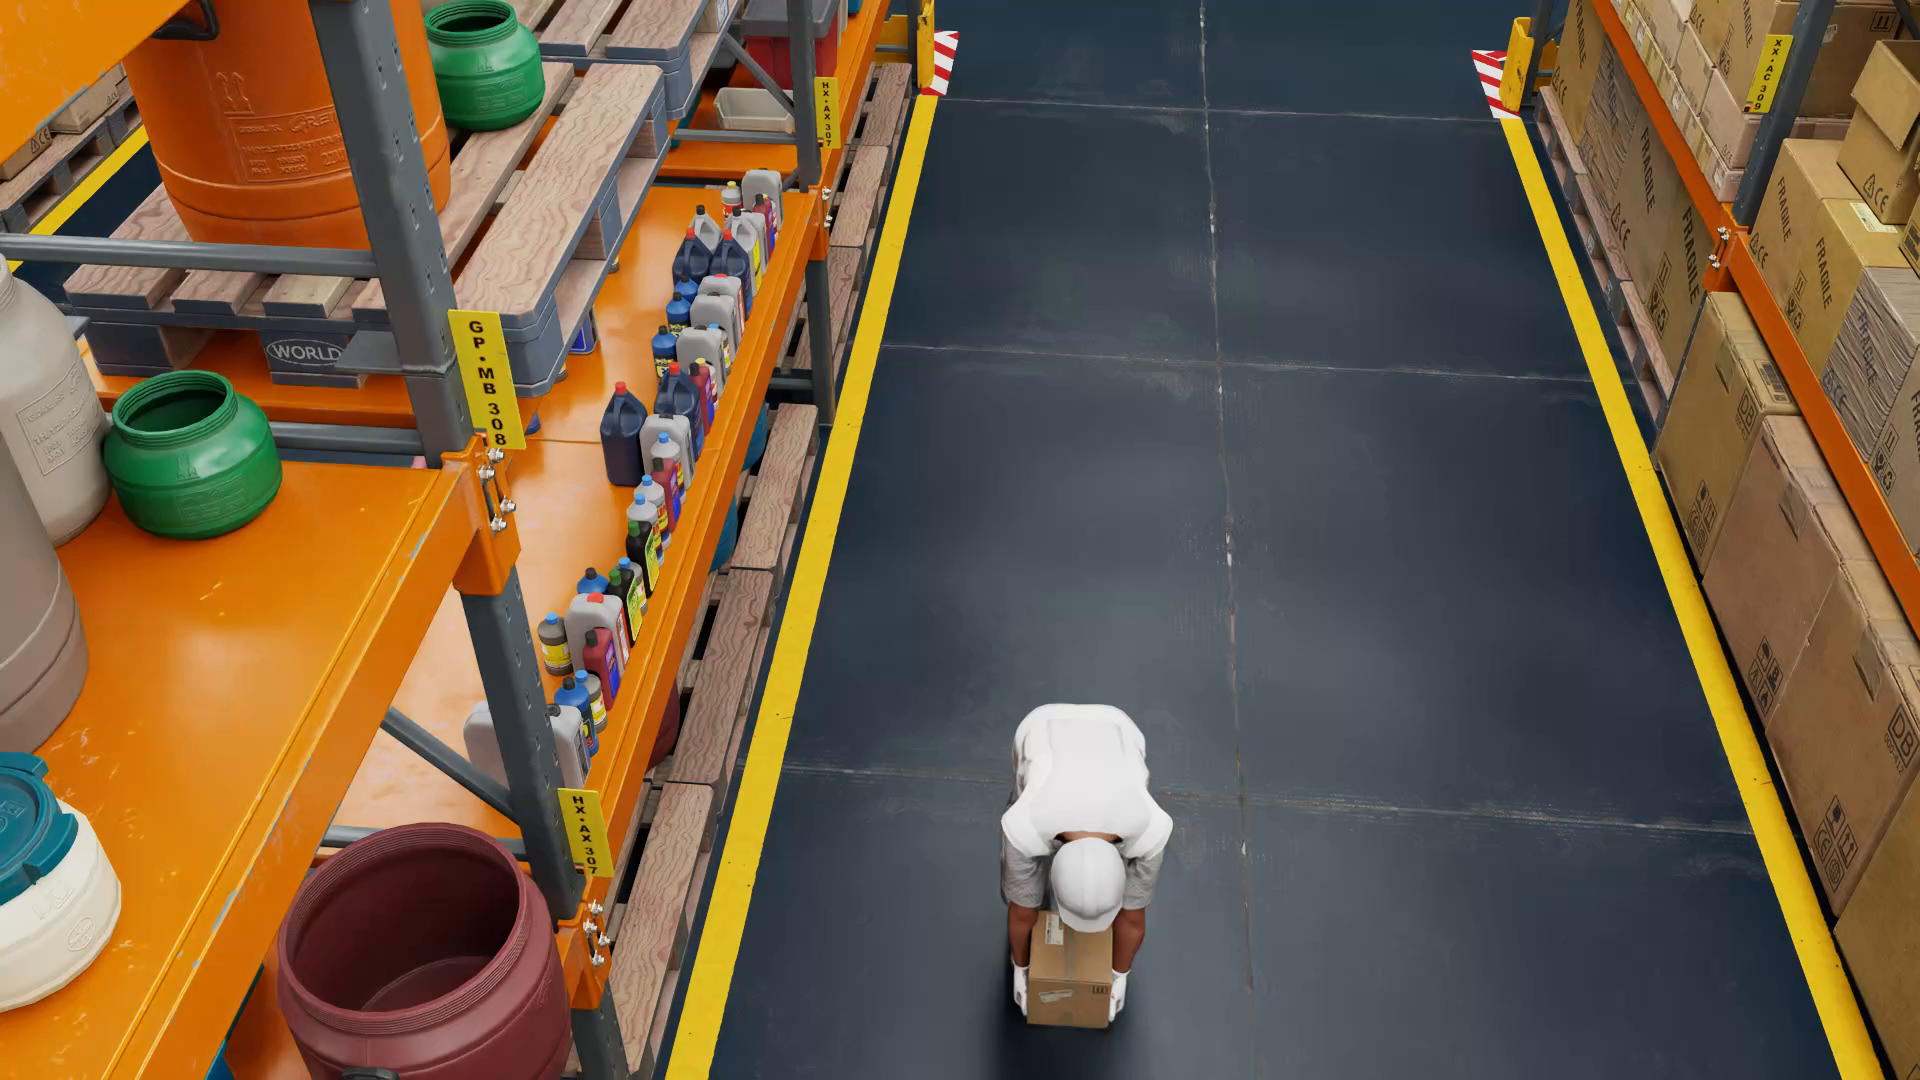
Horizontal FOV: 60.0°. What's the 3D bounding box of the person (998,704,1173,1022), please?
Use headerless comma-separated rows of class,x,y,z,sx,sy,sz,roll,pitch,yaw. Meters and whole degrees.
person,0.378,1.067,5.266,0.519,1.126,0.963,2,40,2
